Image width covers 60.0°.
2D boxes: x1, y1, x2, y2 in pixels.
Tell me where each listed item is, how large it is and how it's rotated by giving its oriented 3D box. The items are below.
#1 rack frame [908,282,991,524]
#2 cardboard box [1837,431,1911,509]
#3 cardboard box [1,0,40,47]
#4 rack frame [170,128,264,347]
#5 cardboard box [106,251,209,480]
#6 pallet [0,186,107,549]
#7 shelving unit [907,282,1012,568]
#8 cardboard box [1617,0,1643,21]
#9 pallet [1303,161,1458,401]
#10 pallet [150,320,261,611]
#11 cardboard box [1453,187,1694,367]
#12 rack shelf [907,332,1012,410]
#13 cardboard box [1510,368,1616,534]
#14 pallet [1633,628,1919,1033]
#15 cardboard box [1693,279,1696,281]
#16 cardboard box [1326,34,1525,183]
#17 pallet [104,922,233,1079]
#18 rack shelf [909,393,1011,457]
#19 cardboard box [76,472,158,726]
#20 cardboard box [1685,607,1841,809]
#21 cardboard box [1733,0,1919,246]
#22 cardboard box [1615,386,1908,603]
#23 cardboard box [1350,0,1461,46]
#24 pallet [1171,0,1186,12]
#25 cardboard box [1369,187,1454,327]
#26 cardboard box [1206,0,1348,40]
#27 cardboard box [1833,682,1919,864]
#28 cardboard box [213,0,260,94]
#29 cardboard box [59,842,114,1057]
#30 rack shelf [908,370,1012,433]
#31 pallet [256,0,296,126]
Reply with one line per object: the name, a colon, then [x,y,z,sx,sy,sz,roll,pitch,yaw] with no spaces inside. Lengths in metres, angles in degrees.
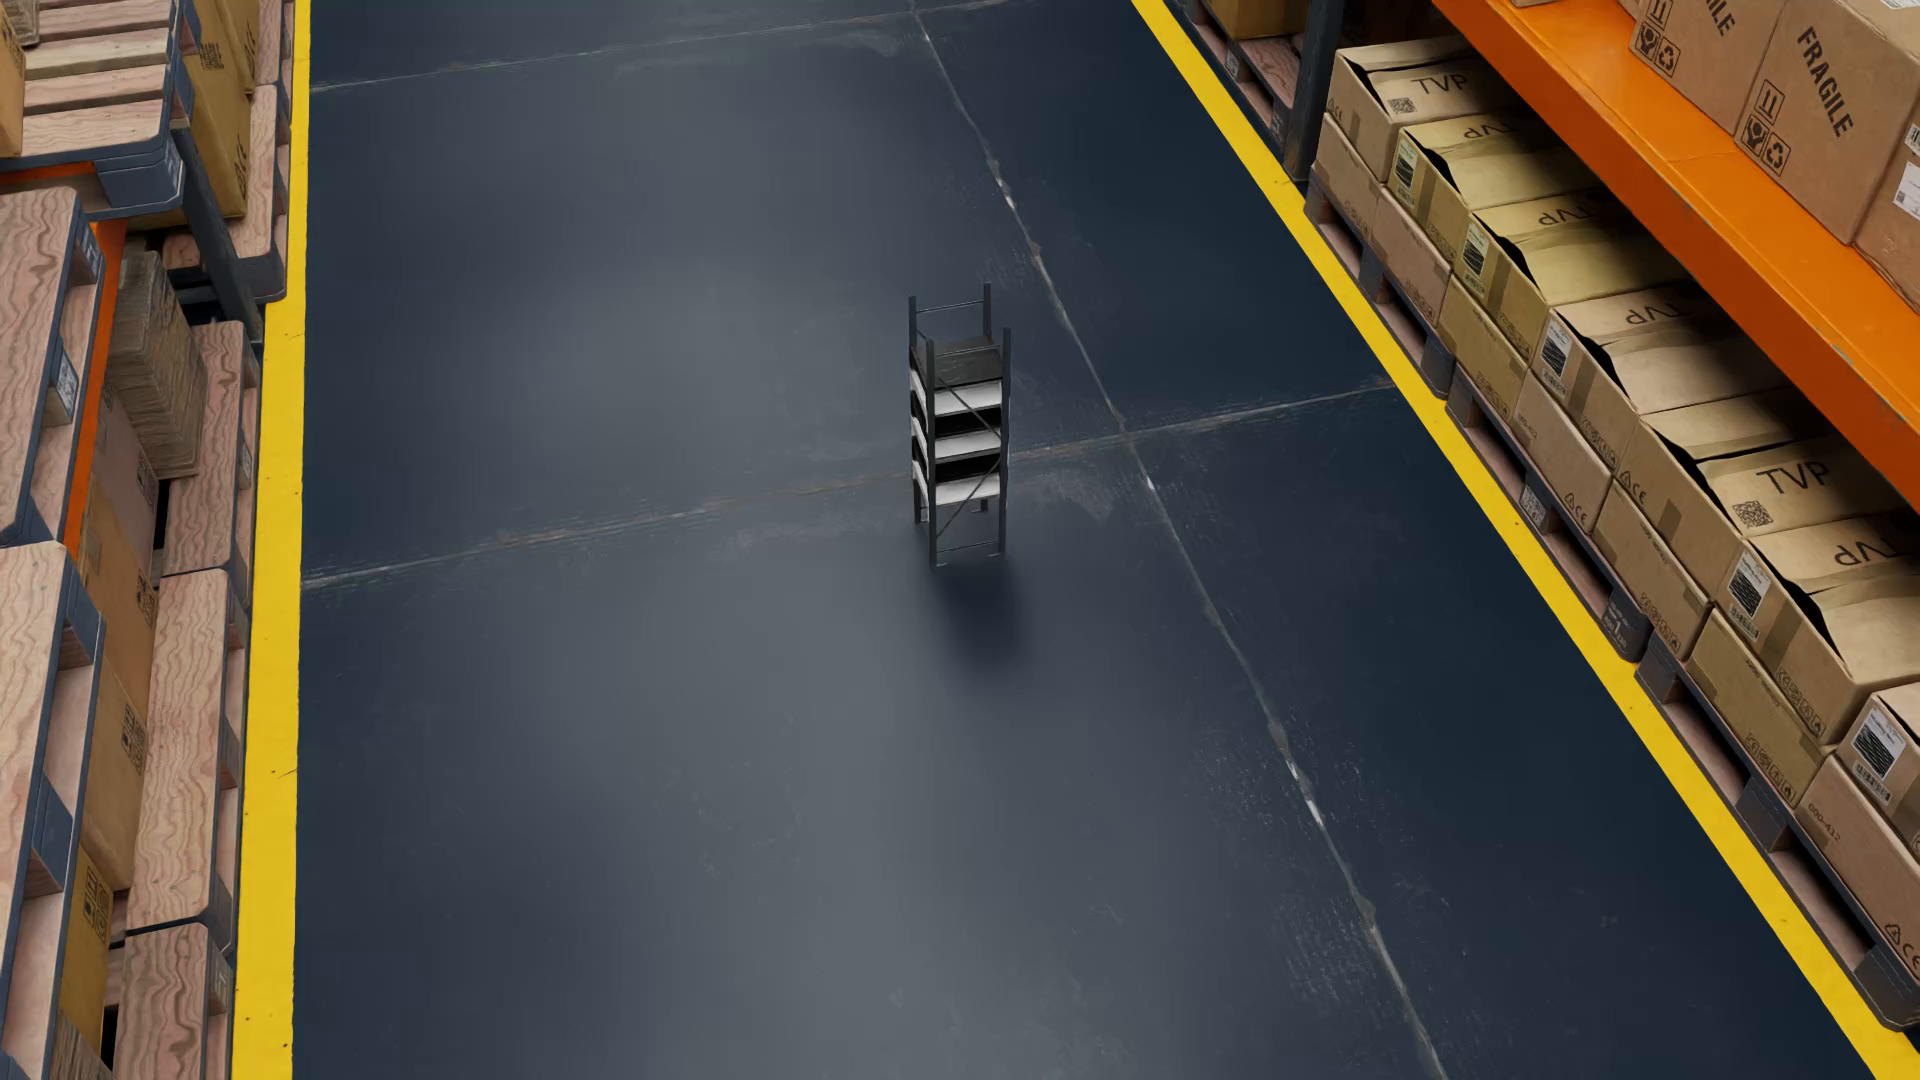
rack frame: [-0.028,-0.391,5.003,0.240,0.900,0.006,-11,47,-10]
cardboard box: [2.704,-0.258,4.642,0.500,0.311,0.500,-12,47,-12]
cardboard box: [-2.856,-1.563,4.303,0.700,0.500,0.500,-16,48,-15]
rack frame: [-2.986,-1.696,4.812,1.000,3.000,0.127,-11,47,-10]
cardboard box: [-2.751,-0.488,5.070,0.700,0.500,0.500,-10,46,-10]
pallet: [-2.439,-0.270,3.549,1.003,0.211,1.213,-11,47,-10]
shelving unit: [-0.002,-0.321,4.934,0.258,0.900,0.210,-11,47,-10]
cardboard box: [2.183,-1.647,4.939,0.380,0.149,0.250,-8,46,-7]
pallet: [1.975,-1.053,6.134,1.003,0.211,1.213,-11,47,-10]
pallet: [-2.787,-0.181,5.279,1.003,0.211,1.213,-11,47,-10]
cardboard box: [1.923,-0.857,5.228,0.500,0.311,0.500,-12,47,-11]
rack shelf: [-0.002,-0.486,4.765,0.258,0.077,0.200,-11,47,-10]
cardboard box: [2.052,-0.315,5.090,0.500,0.250,0.500,-10,46,-10]
pallet: [2.600,0.631,4.483,1.003,0.211,1.213,-11,47,-10]
cardboard box: [2.440,-0.962,5.331,0.500,0.311,0.500,-11,47,-11]
cardboard box: [1.652,-1.570,5.927,0.500,0.311,0.500,-9,46,-9]
pallet: [-2.162,1.504,3.628,1.003,0.211,1.213,-11,47,-10]
rack shelf: [-0.002,-0.360,4.894,0.258,0.077,0.200,-11,47,-10]
cardboard box: [-2.577,0.227,4.370,0.700,0.500,0.500,-11,47,-11]
cardboard box: [2.312,0.390,4.399,0.500,0.250,0.500,-11,47,-11]
cardboard box: [2.382,-1.121,4.178,0.500,0.500,0.500,-11,47,-10]
cardboard box: [2.181,-0.154,4.539,0.500,0.311,0.500,-11,47,-10]
cardboard box: [1.962,-2.250,6.797,0.500,0.500,0.500,-9,46,-9]
pallet: [1.339,-2.992,8.034,1.003,0.211,1.213,-11,47,-10]
cardboard box: [1.782,-1.027,5.787,0.500,0.250,0.500,-12,47,-11]
cardboard box: [1.336,-2.487,7.029,0.500,0.500,0.500,-9,46,-9]
cardboard box: [2.445,0.549,3.850,0.500,0.311,0.500,-11,47,-10]
cardboard box: [-3.265,-2.229,6.545,0.750,0.750,0.750,-11,47,-11]
cardboard box: [-2.347,0.934,3.677,0.700,0.500,0.500,-12,47,-11]
rack shelf: [-0.002,-0.423,4.829,0.258,0.077,0.200,-11,47,-10]
pallet: [-3.423,-2.119,7.179,1.003,0.211,1.213,-11,47,-10]
